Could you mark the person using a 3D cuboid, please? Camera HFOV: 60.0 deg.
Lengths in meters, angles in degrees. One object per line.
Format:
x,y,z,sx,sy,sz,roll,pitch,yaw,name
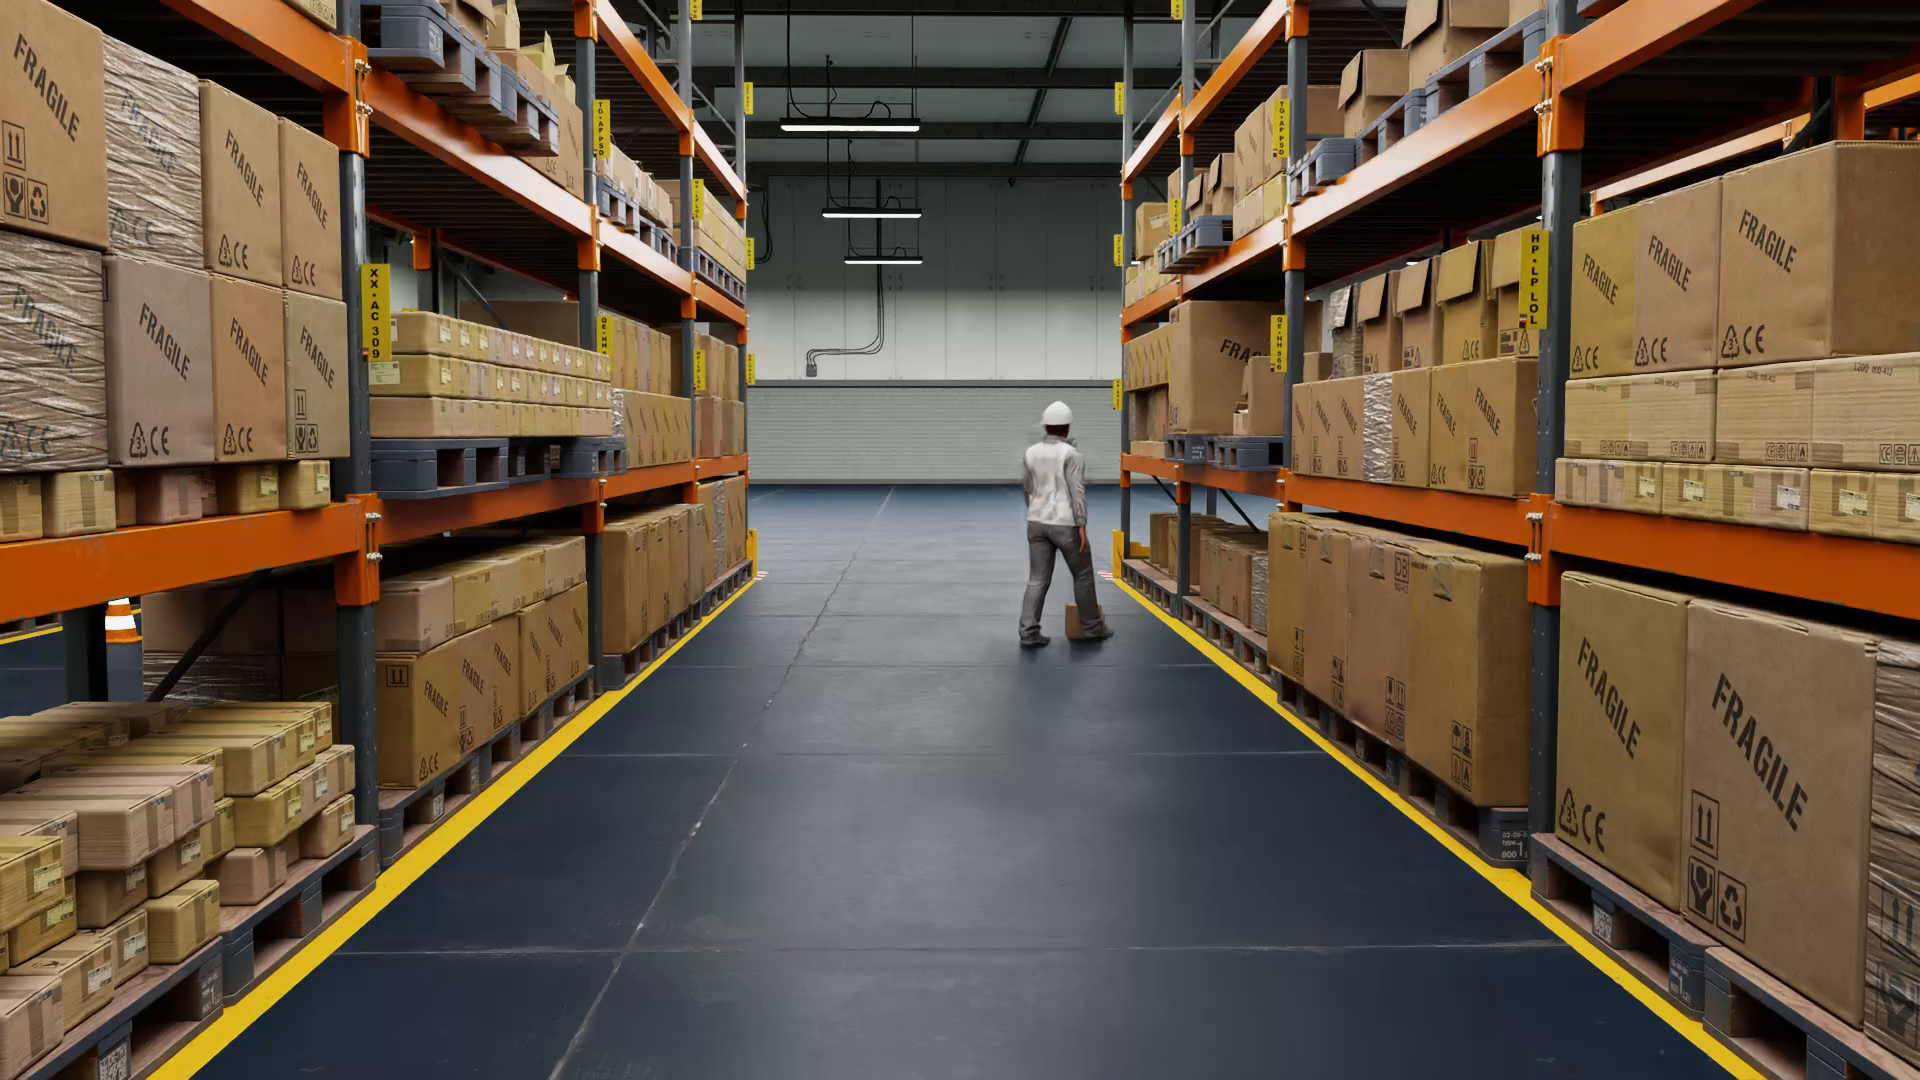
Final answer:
0.788,-0.125,12.063,0.615,1.743,0.885,3,5,38,person
